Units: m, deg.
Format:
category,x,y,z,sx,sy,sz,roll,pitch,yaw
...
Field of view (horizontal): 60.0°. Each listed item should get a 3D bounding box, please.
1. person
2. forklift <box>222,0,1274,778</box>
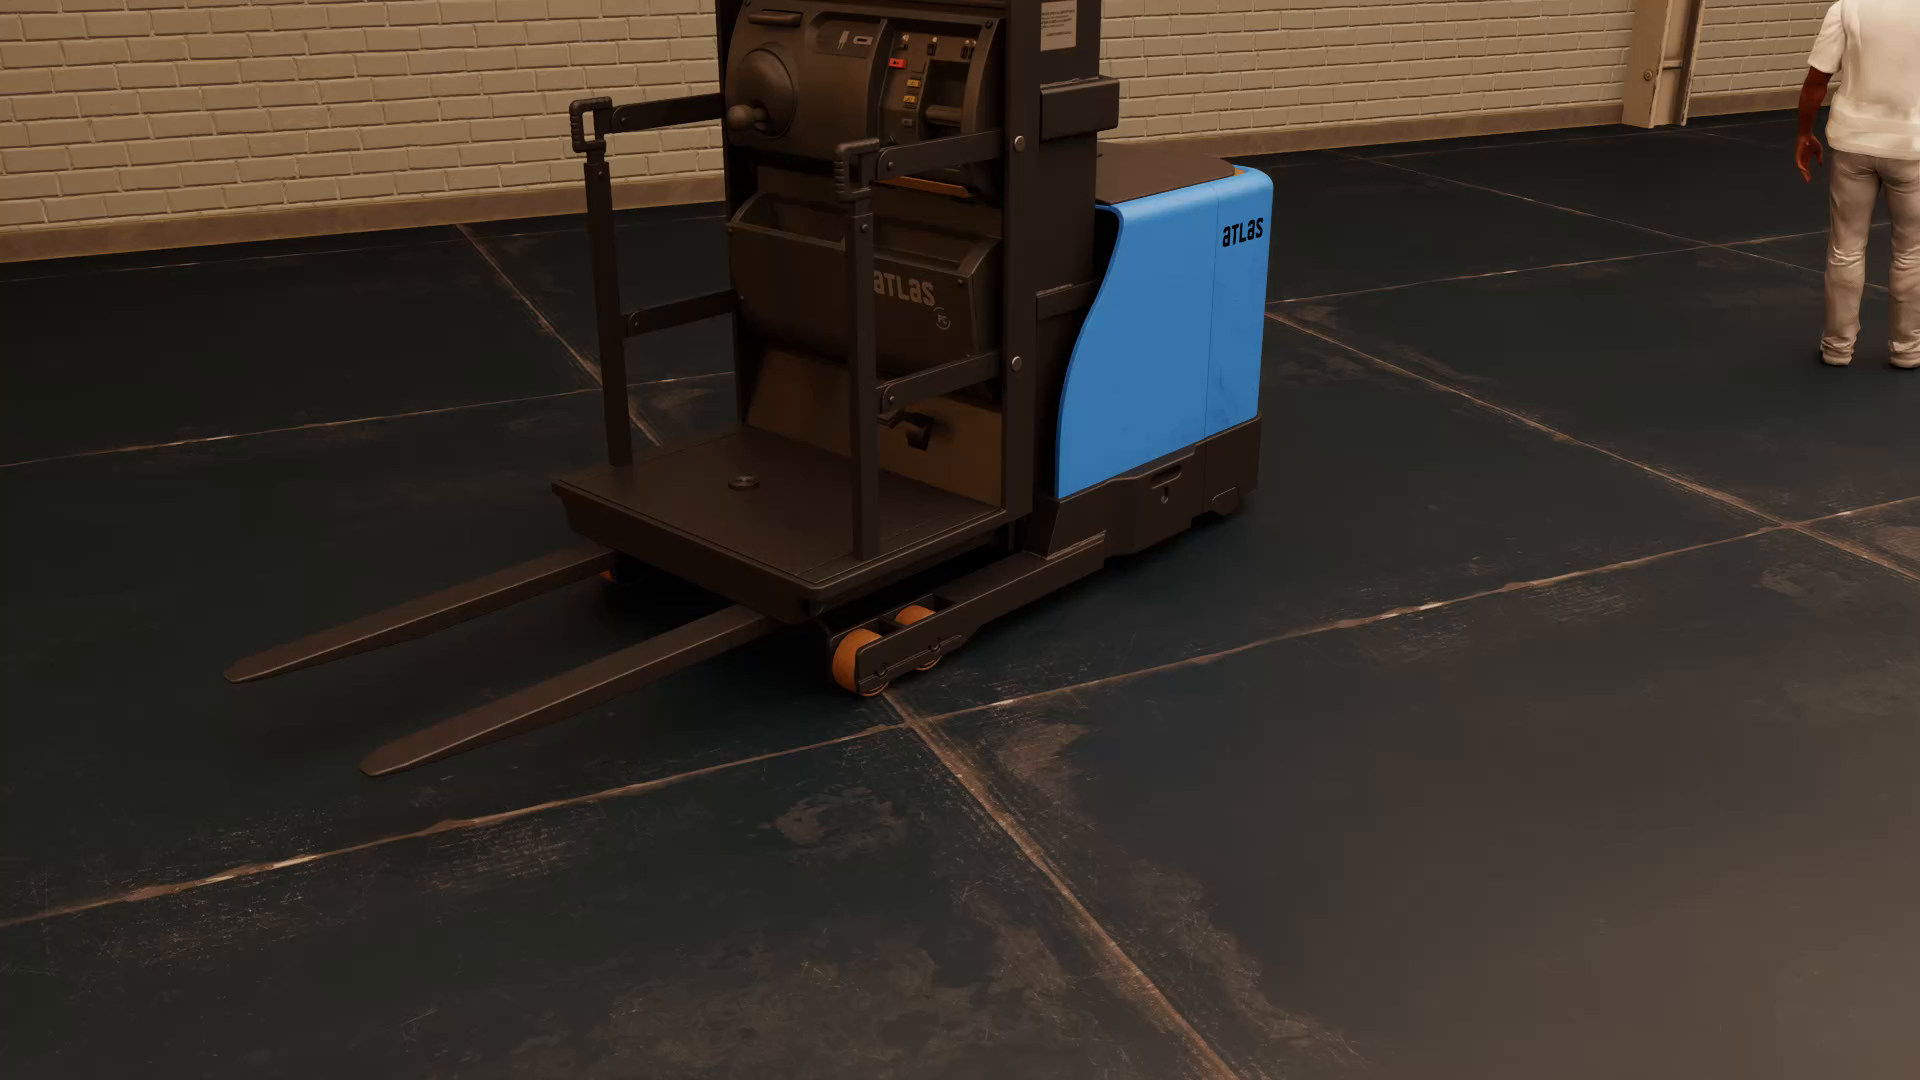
category,x,y,z,sx,sy,sz,roll,pitch,yaw
person,3.668,-1.568,6.561,0.665,1.769,0.574,16,27,34
forklift,-0.413,-1.182,4.131,1.130,2.935,3.031,19,29,39
